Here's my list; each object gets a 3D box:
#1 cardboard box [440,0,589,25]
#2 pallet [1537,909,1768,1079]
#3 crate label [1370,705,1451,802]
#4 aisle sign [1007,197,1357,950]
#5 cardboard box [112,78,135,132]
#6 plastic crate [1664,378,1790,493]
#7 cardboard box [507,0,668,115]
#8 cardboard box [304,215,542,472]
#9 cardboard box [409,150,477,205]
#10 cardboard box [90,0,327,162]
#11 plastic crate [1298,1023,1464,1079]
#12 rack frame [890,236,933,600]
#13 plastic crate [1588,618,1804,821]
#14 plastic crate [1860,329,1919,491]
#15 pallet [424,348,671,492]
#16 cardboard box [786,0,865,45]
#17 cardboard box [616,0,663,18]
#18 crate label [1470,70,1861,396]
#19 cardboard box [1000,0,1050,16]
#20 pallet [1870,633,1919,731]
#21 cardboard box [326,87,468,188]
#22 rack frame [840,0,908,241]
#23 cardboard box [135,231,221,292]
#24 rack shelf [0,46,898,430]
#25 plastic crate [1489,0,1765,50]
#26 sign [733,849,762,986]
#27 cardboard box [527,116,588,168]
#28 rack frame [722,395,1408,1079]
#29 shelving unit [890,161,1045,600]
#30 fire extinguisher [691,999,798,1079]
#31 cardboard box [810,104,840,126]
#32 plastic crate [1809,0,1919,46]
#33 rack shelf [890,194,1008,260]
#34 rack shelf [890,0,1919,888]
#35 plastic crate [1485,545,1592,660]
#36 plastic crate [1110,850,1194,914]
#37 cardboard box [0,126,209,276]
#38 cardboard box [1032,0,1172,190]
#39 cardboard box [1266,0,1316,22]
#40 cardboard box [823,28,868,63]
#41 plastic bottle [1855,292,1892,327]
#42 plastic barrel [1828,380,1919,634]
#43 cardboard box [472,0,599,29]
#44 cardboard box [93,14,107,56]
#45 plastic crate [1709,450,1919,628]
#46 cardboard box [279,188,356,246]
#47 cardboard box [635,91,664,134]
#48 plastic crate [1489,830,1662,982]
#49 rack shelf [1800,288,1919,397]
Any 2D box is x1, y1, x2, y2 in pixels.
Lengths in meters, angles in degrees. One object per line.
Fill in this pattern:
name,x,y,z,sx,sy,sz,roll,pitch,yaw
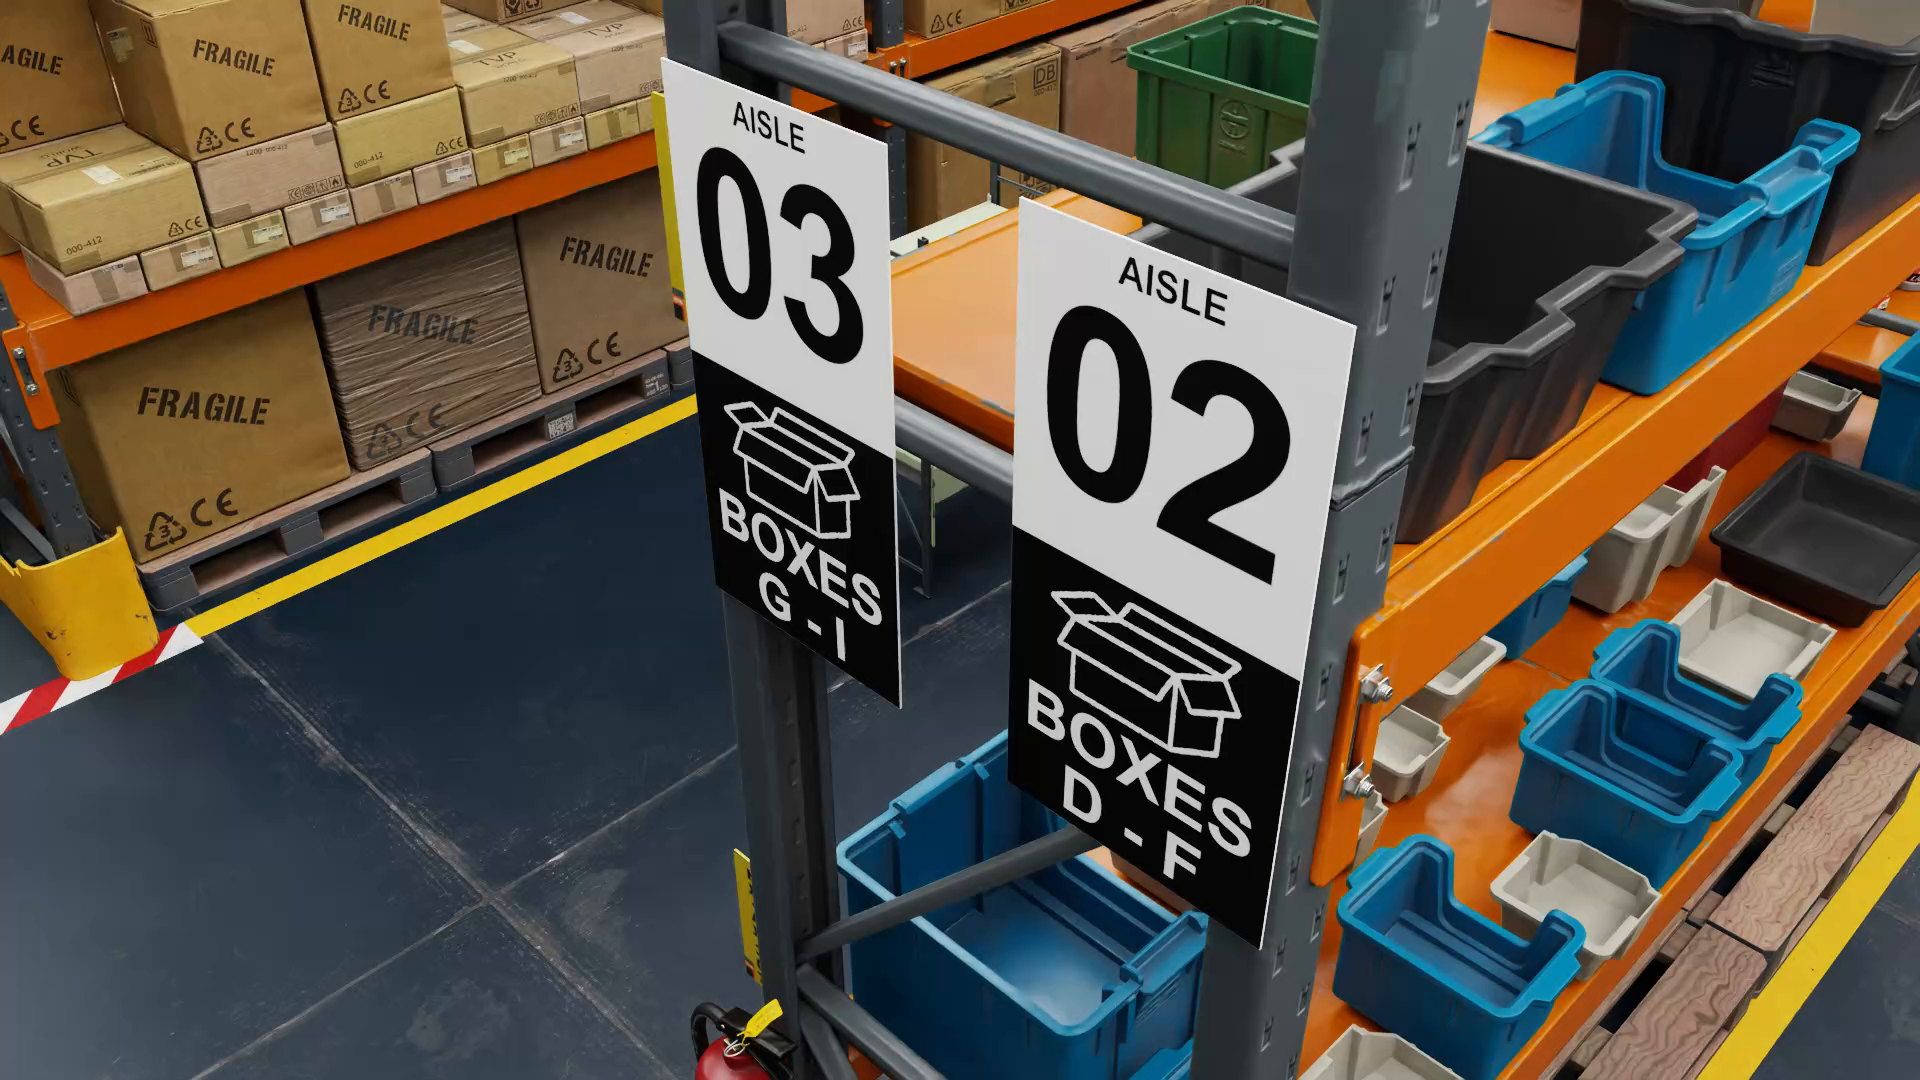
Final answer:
cardboard box,-1.891,-2.509,6.941,0.500,0.500,0.500,28,44,34
pallet,1.508,1.310,4.688,1.003,0.211,1.213,30,45,35
crate label,0.880,0.423,3.700,0.396,0.136,0.243,30,45,35
aisle sign,0.200,0.060,1.769,0.394,0.787,0.004,30,45,35
cardboard box,-2.964,-1.588,6.276,0.500,0.250,0.500,29,44,35
plastic crate,2.051,-0.435,4.644,0.402,0.464,0.583,30,45,35
cardboard box,-1.504,-1.999,6.866,0.500,0.250,0.500,-29,44,-35
cardboard box,-2.439,-0.981,7.024,0.875,0.875,0.875,30,45,35
cardboard box,-2.086,-1.449,6.426,0.380,0.149,0.250,29,44,35
cardboard box,-2.593,-1.675,5.746,0.500,0.500,0.500,28,44,34
plastic crate,0.732,0.997,2.876,0.250,0.136,0.298,30,45,35
rack frame,-0.253,-0.469,6.112,0.400,1.500,0.023,30,45,35
plastic crate,1.587,0.398,3.651,0.416,0.233,0.300,30,45,35
plastic crate,2.771,-0.337,4.573,0.392,0.384,0.575,30,45,35
pallet,-2.107,-0.724,7.603,1.003,0.211,1.213,30,45,35
cardboard box,-0.781,-2.418,7.465,0.500,0.250,0.500,29,44,35
cardboard box,-1.147,-2.514,6.948,0.500,0.500,0.500,-29,44,-35
crate label,0.919,-0.436,2.260,0.408,0.251,0.502,30,45,35
cardboard box,0.199,-2.974,8.304,0.500,0.500,0.500,30,45,35
pallet,3.432,0.201,6.277,1.003,0.211,1.213,30,45,35
cardboard box,-2.227,-1.581,6.266,0.500,0.250,0.500,28,44,34
rack frame,-0.656,-2.642,7.916,1.000,3.000,0.127,30,45,35
cardboard box,-2.811,-1.031,5.826,0.380,0.149,0.250,29,44,35
rack shelf,-2.066,-1.535,6.958,1.077,0.370,4.000,30,45,35
plastic crate,1.320,-1.083,3.289,0.437,0.136,0.530,30,45,35
sign,-0.362,0.696,2.988,0.100,0.325,0.005,30,45,35
cardboard box,-1.724,-1.659,6.726,0.250,0.149,0.380,-29,44,-35
rack frame,0.040,0.978,2.726,1.000,3.000,0.127,30,45,35
shelving unit,0.005,-0.618,6.325,0.431,1.500,0.755,30,45,35
fire extinguisher,-0.389,1.041,3.029,0.296,0.674,0.183,30,45,35
cardboard box,-1.178,-1.707,8.066,0.875,0.875,0.875,30,45,35
plastic crate,1.821,-0.979,3.013,0.437,0.282,0.530,30,45,35
rack shelf,0.005,-0.938,6.102,0.431,0.370,0.720,30,45,35
rack shelf,1.449,-0.769,3.238,1.077,0.370,4.000,30,45,35
plastic crate,1.305,0.085,4.100,0.416,0.233,0.300,30,45,35
plastic crate,0.486,0.657,3.363,0.396,0.136,0.243,30,45,35
cardboard box,-2.945,-1.165,5.669,0.500,0.250,0.500,28,44,34
cardboard box,0.409,-2.574,9.309,1.225,0.875,0.875,28,44,34
cardboard box,1.661,-3.295,10.343,1.225,0.875,0.875,27,43,33
cardboard box,-0.639,-2.283,7.621,0.250,0.149,0.380,-30,45,-35
plastic bottle,3.008,-0.812,5.466,0.097,0.201,0.097,0,35,0
plastic barrel,3.254,-0.171,5.841,0.600,0.901,0.708,30,45,35
cardboard box,-1.888,-2.205,7.161,0.500,0.250,0.500,-29,44,-35
cardboard box,-5.291,-3.064,10.126,0.380,0.149,0.250,30,45,35
plastic crate,2.260,0.005,4.309,0.437,0.125,0.590,30,45,35
cardboard box,-2.448,-1.242,6.128,0.380,0.149,0.250,29,44,35
cardboard box,-1.364,-1.865,7.022,0.250,0.149,0.380,-29,44,-35
plastic crate,1.210,0.722,3.271,0.250,0.136,0.298,30,45,35
rack shelf,4.267,-1.163,6.424,1.077,0.370,4.000,30,45,35
